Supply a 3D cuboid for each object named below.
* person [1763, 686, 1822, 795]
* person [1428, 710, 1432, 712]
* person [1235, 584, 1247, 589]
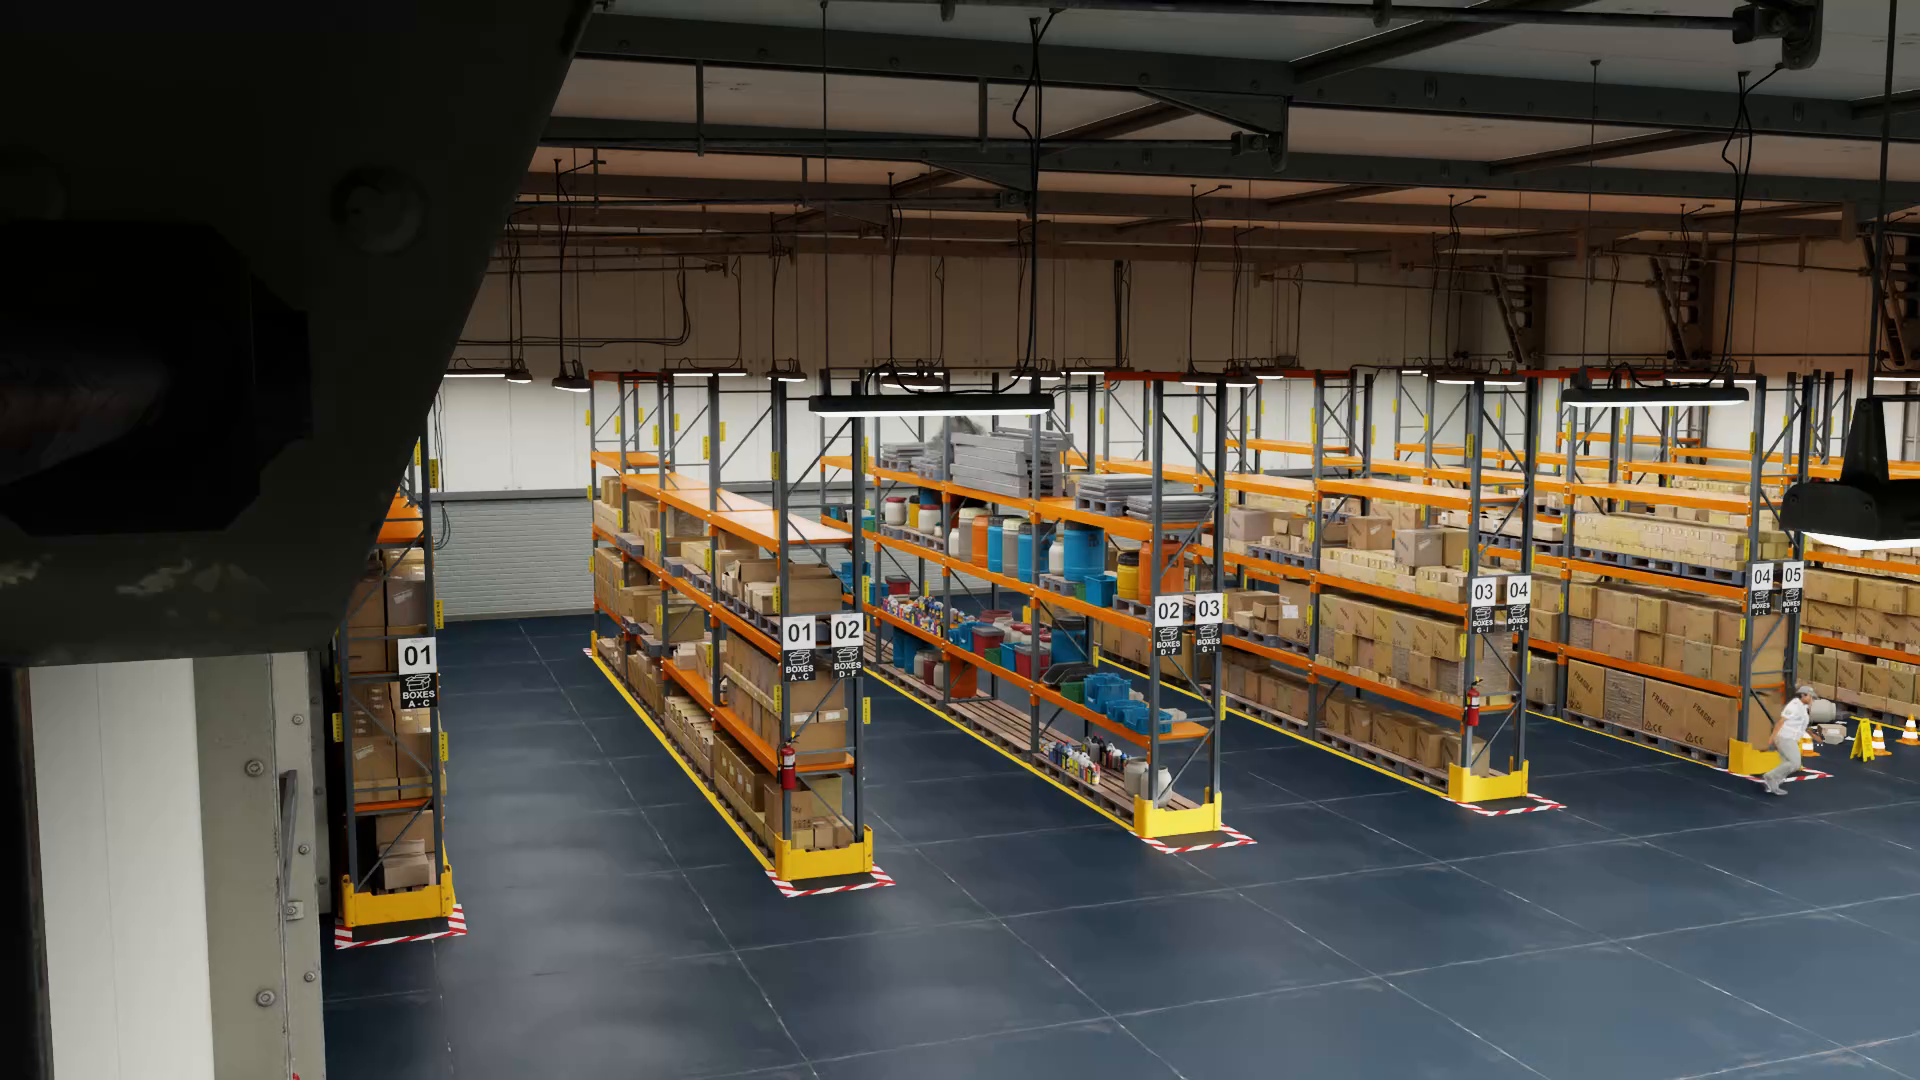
[{"bbox_3d":[11.997,2.878,23.926,0.691,1.586,0.613,5,8,37],"label":"person"},{"bbox_3d":[8.383,2.309,29.801,0.592,1.457,1.079,-1,6,-9],"label":"person"},{"bbox_3d":[5.687,1.692,33.995,0.668,1.741,0.681,-4,8,-34],"label":"person"}]
